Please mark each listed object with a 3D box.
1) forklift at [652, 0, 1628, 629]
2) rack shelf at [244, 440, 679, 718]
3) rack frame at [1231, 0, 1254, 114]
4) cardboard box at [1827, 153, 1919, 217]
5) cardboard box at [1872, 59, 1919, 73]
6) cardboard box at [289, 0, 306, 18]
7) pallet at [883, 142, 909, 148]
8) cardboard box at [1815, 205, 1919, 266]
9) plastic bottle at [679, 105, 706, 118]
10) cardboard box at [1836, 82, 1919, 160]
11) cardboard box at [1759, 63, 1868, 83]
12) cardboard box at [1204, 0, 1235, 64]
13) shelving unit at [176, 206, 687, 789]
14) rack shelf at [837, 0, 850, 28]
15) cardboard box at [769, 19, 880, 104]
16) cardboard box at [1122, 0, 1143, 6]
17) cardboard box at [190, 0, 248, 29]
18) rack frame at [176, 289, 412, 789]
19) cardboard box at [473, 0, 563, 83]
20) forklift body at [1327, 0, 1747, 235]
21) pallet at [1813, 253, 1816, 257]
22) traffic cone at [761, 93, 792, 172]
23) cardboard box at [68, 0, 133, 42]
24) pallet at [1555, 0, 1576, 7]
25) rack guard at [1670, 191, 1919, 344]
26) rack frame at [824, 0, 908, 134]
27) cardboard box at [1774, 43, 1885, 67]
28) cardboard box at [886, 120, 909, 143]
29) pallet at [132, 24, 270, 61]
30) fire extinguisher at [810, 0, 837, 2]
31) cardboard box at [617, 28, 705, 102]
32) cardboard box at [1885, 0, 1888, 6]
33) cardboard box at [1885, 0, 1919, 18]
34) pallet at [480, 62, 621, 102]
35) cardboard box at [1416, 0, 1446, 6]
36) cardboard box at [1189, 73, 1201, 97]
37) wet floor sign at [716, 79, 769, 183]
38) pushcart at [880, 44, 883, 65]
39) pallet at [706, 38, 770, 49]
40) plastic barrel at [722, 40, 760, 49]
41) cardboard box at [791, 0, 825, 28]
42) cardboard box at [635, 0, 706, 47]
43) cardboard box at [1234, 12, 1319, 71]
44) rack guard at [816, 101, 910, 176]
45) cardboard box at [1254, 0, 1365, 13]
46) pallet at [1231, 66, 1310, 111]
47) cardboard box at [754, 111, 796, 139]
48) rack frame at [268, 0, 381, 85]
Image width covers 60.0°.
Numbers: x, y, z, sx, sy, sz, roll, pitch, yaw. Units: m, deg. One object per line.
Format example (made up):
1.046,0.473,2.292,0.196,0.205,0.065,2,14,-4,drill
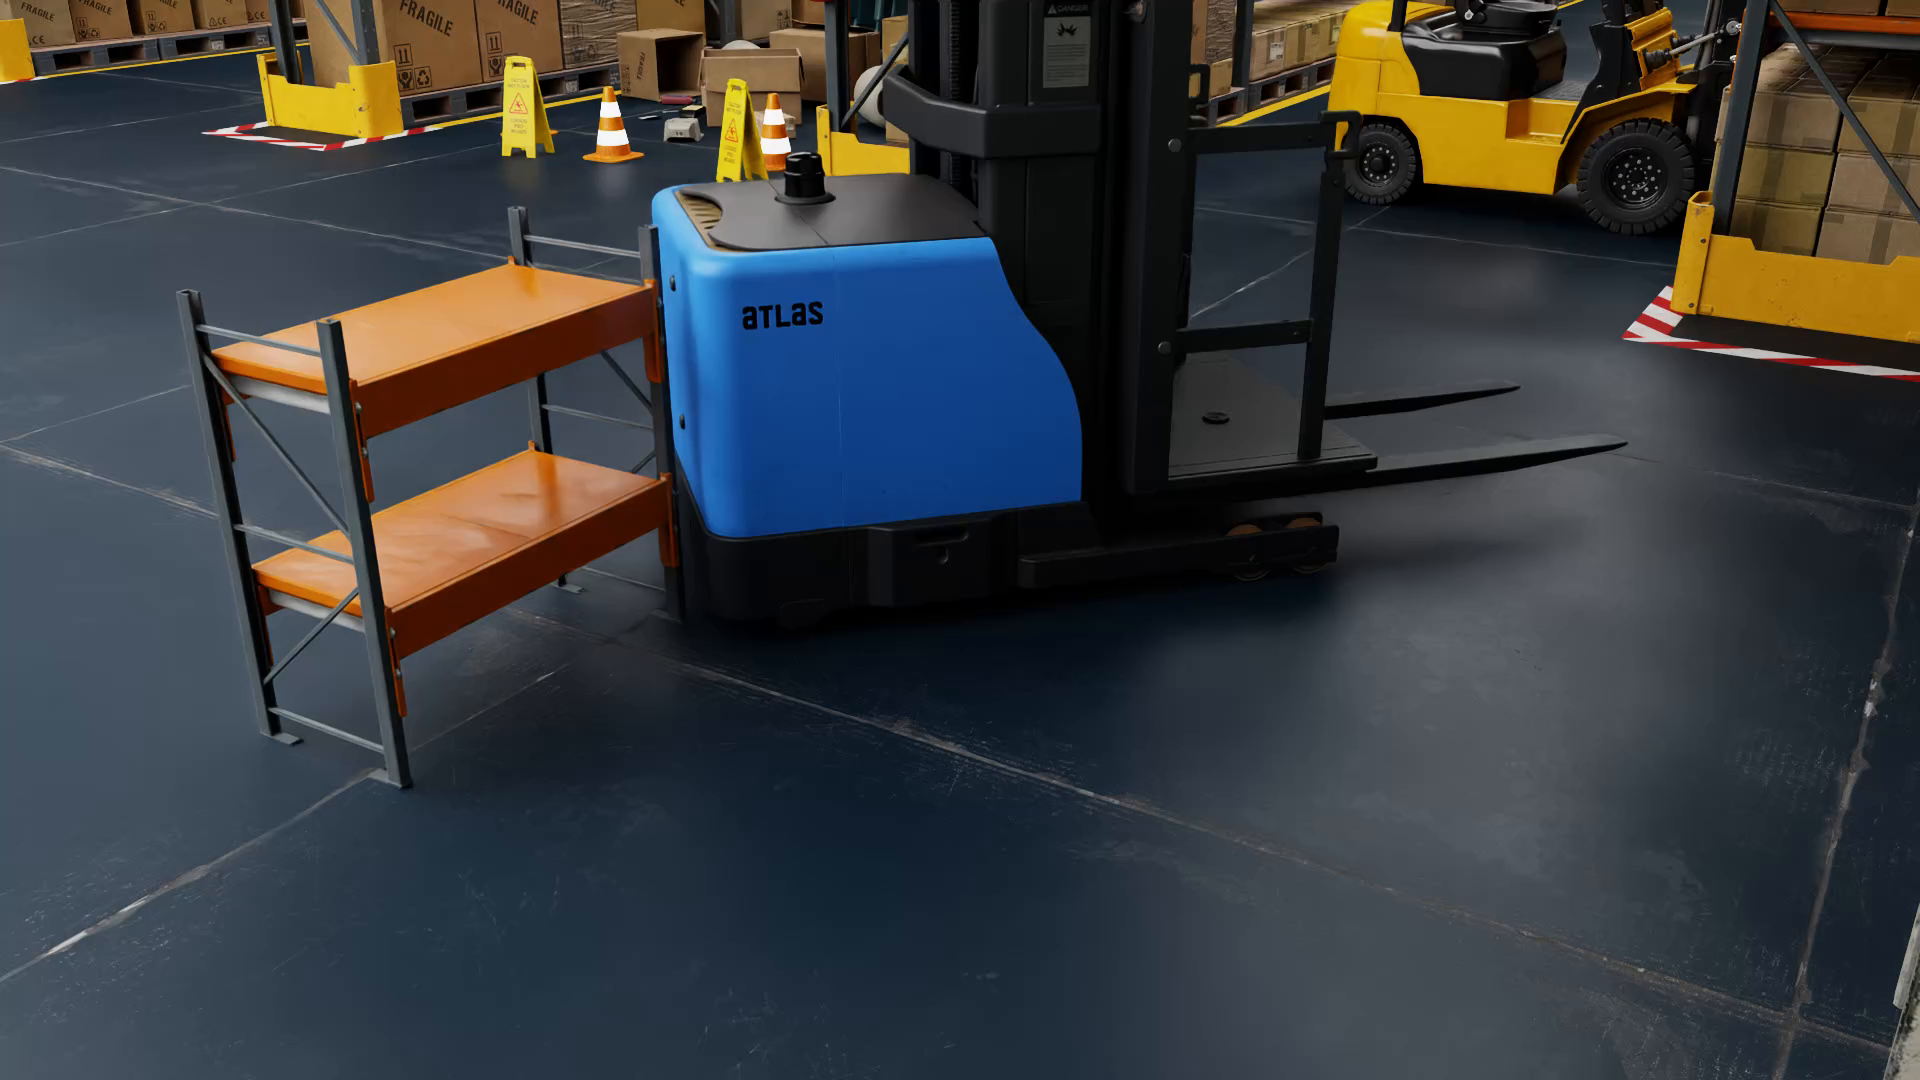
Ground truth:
0.635,-1.416,4.832,3.031,2.935,1.130,-7,24,-15,forklift
-1.258,0.063,4.304,0.538,0.278,1.000,13,27,28,rack shelf
1.769,-4.772,12.497,1.000,3.000,0.127,14,27,29,rack frame
4.302,-1.658,7.608,0.500,0.250,0.500,14,27,30,cardboard box
4.825,-2.231,8.301,0.500,0.250,0.500,14,27,29,cardboard box
-6.895,-5.767,17.415,0.500,0.500,0.500,13,27,27,cardboard box
0.157,-2.434,10.608,1.003,0.211,1.213,14,27,29,pallet
4.303,-1.438,7.729,0.500,0.250,0.500,14,27,29,cardboard box
-2.051,-3.305,12.808,0.133,0.061,0.283,5,24,11,plastic bottle
4.292,-1.895,7.525,0.500,0.250,0.500,13,27,28,cardboard box
4.120,-2.167,8.153,0.500,0.250,0.500,14,27,30,cardboard box
1.685,-3.791,12.219,0.500,0.500,0.500,13,27,28,cardboard box
-1.258,-0.162,4.207,0.538,1.125,1.048,13,27,28,shelving unit
0.714,-3.766,11.080,1.077,0.370,4.000,14,27,29,rack shelf
-1.079,-3.779,13.175,0.797,0.637,0.503,14,27,29,cardboard box
1.150,-3.446,11.424,0.500,0.500,0.500,15,28,32,cardboard box
-7.452,-5.346,16.442,0.500,0.500,0.500,11,26,24,cardboard box
-1.517,0.012,3.805,0.500,1.125,0.032,13,27,28,rack frame
-3.836,-4.183,13.282,0.875,0.875,0.875,13,27,28,cardboard box
3.328,-3.015,9.508,2.313,2.155,1.214,14,27,29,forklift body
4.245,-1.370,8.149,1.003,0.211,1.213,14,27,29,pallet
-1.210,-2.673,10.842,0.336,0.463,0.334,14,27,29,traffic cone
-8.131,-4.960,15.550,0.500,0.500,0.500,-20,31,-39,cardboard box
7.099,-6.846,20.798,1.003,0.211,1.213,14,27,29,pallet
3.865,-1.227,7.456,1.175,0.500,0.348,14,27,29,rack guard
-0.341,-3.422,9.378,1.000,3.000,0.127,14,27,29,rack frame
4.651,-2.509,8.943,0.500,0.250,0.500,13,27,28,cardboard box
-0.131,-2.690,10.620,0.500,0.250,0.500,14,27,29,cardboard box
-7.617,-4.921,16.352,1.003,0.211,1.213,14,27,29,pallet
-0.793,-3.444,9.527,0.296,0.674,0.183,14,27,29,fire extinguisher
-2.437,-3.890,13.603,0.500,0.500,0.500,20,30,38,cardboard box
4.196,-2.823,7.869,0.500,0.500,0.500,15,27,31,cardboard box
4.375,-2.538,7.210,0.500,0.500,0.500,15,27,31,cardboard box
-3.600,-3.841,13.858,1.003,0.211,1.213,14,27,29,pallet
4.314,-5.555,16.452,0.875,0.875,0.875,14,27,28,cardboard box
1.413,-3.265,11.948,0.500,0.250,0.500,13,27,28,cardboard box
-1.351,-2.501,10.216,0.232,0.644,0.267,-17,29,-35,wet floor sign
-0.195,-4.029,14.082,1.648,0.377,0.936,5,24,11,pushcart
-2.147,-4.771,16.006,1.003,0.211,1.213,14,27,29,pallet
-1.785,-3.888,13.699,0.421,0.421,0.512,-7,24,-17,plastic barrel
-1.727,-5.488,16.455,1.050,0.750,0.750,14,27,29,cardboard box
-2.881,-4.795,14.696,0.875,0.875,0.875,14,27,30,cardboard box
2.420,-4.179,13.908,0.950,0.372,0.625,16,28,32,cardboard box
-0.301,-2.300,9.934,1.175,0.500,0.348,14,27,29,rack guard
3.190,-4.669,15.039,0.950,0.372,0.625,13,27,28,cardboard box
2.178,-3.755,13.658,1.003,0.211,1.213,14,27,29,pallet
-1.366,-2.979,11.944,0.250,0.149,0.380,-12,26,-26,cardboard box
-4.600,-4.425,11.695,1.000,3.000,0.127,14,27,29,rack frame
